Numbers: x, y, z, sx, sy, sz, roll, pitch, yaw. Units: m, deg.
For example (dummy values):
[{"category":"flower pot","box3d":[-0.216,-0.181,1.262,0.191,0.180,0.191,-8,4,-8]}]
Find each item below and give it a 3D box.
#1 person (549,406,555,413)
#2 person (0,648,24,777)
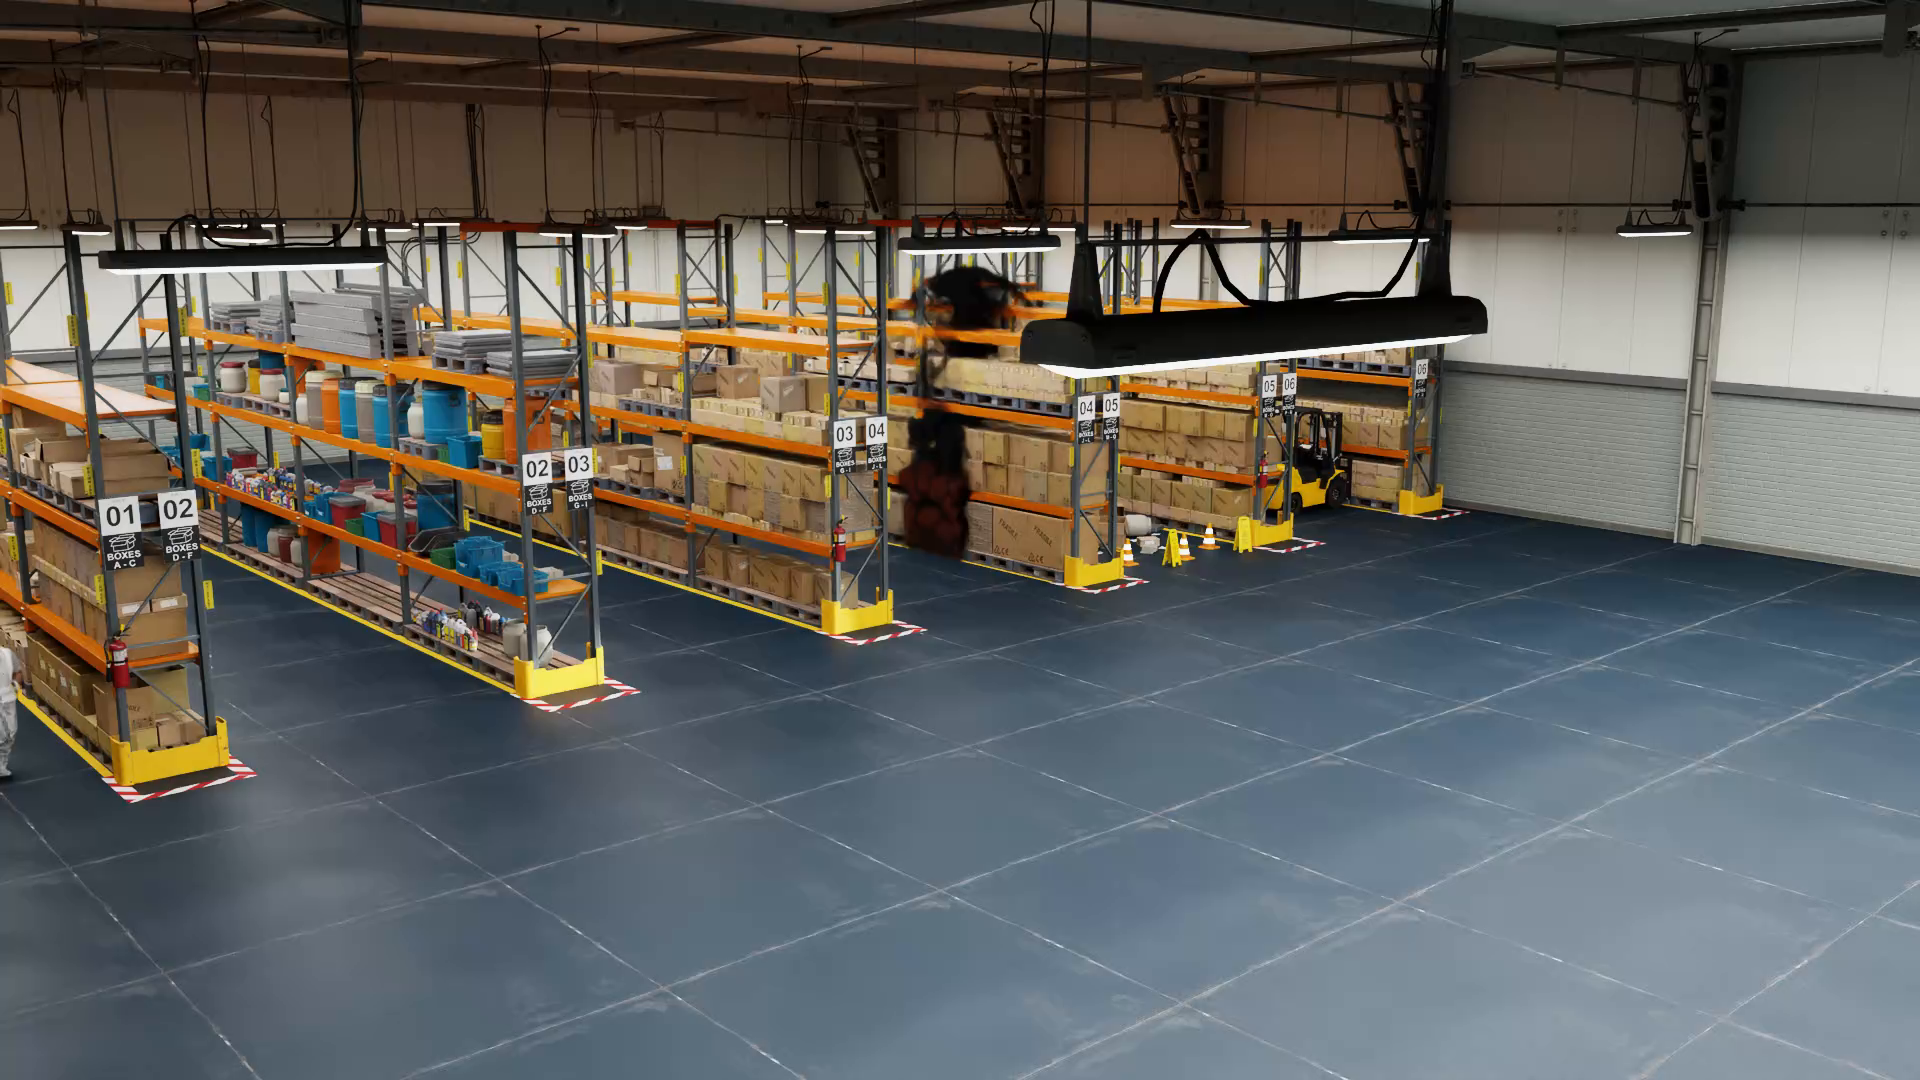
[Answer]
[{"category":"person","box3d":[-9.706,-2.321,39.170,0.753,1.680,0.559,-1,11,-6]},{"category":"person","box3d":[-10.669,1.812,18.424,0.628,1.739,0.671,8,14,34]}]
